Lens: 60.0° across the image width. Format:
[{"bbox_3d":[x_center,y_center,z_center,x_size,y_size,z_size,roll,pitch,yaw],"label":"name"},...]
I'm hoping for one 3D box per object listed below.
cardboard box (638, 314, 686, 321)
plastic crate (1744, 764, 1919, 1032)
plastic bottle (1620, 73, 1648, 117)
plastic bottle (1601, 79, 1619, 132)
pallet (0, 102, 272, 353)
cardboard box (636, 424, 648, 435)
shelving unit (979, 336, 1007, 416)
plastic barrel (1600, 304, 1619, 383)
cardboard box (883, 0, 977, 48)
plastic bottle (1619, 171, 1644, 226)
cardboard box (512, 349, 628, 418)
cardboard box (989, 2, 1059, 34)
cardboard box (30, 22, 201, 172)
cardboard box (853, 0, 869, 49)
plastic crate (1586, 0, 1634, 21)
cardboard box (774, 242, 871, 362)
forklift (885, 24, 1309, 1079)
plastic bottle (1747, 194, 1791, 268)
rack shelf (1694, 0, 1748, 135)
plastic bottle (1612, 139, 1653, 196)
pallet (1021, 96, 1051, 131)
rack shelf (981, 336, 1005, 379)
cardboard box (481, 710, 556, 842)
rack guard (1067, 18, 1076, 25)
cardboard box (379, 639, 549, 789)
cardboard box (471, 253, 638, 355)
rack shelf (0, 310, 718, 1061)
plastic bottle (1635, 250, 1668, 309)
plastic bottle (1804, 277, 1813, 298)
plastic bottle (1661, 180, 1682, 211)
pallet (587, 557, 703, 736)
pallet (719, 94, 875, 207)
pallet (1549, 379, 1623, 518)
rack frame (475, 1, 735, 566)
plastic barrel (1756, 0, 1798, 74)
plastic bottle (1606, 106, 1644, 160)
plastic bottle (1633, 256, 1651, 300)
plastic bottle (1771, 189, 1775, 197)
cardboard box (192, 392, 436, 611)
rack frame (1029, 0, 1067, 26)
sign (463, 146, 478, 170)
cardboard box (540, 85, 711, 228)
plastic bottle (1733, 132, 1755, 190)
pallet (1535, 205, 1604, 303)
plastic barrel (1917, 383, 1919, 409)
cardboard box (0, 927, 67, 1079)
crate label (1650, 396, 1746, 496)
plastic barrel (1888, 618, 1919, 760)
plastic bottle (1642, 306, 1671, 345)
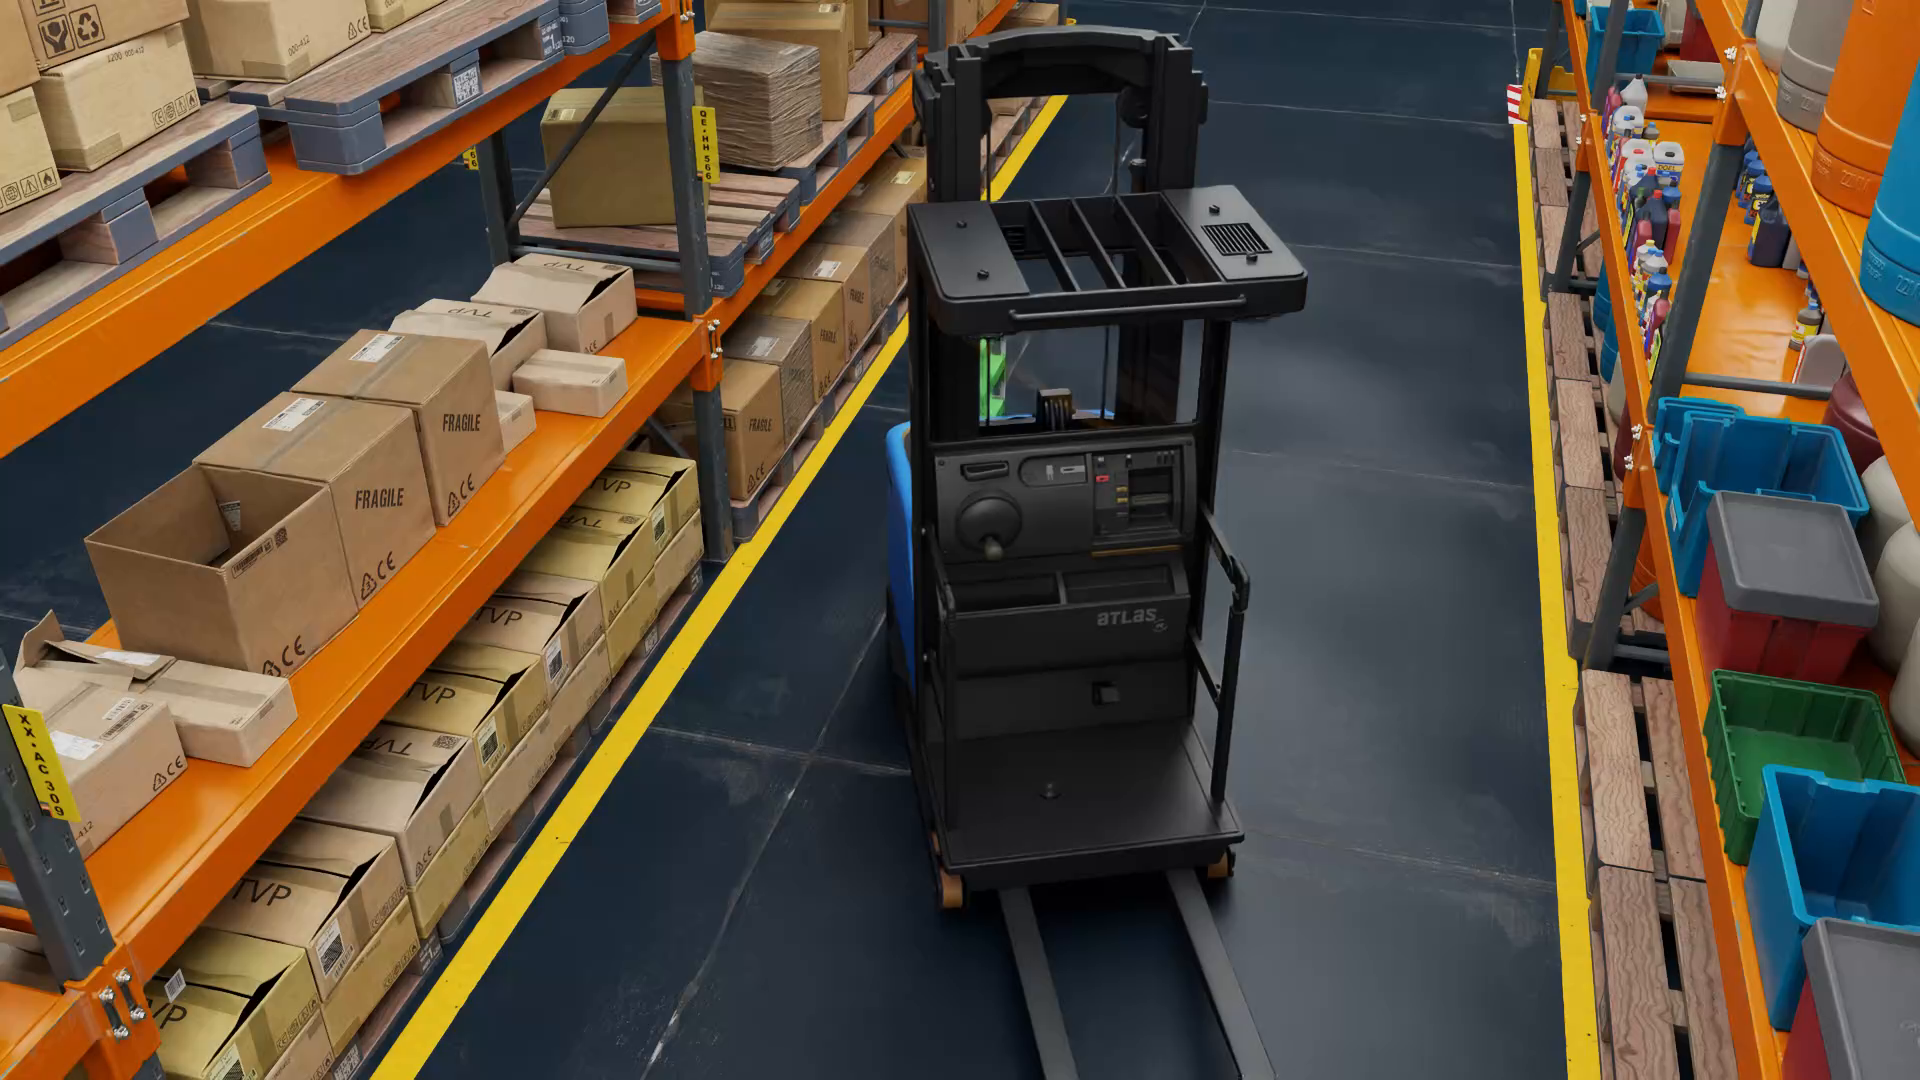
[{"bbox_3d":[-1.582,-1.236,8.620,0.500,0.250,0.500,9,34,14],"label":"cardboard box"},{"bbox_3d":[2.151,0.902,4.050,0.392,0.384,0.575,8,33,12],"label":"plastic crate"},{"bbox_3d":[3.789,-2.461,9.371,0.144,0.351,0.185,8,33,12],"label":"plastic bottle"},{"bbox_3d":[3.697,-2.460,9.432,0.061,0.283,0.133,8,33,12],"label":"plastic bottle"},{"bbox_3d":[-2.407,-0.811,4.112,0.805,0.209,1.217,7,33,10],"label":"pallet"},{"bbox_3d":[-1.593,-0.890,8.774,0.500,0.500,0.500,9,34,14],"label":"cardboard box"},{"bbox_3d":[0.042,-0.592,8.063,0.258,1.200,0.503,8,33,12],"label":"shelving unit"},{"bbox_3d":[3.868,-1.286,9.041,0.600,0.901,0.708,8,33,12],"label":"plastic barrel"},{"bbox_3d":[-0.195,-3.587,11.004,0.500,0.500,0.500,9,34,14],"label":"cardboard box"},{"bbox_3d":[3.342,-1.691,8.234,0.097,0.271,0.097,0,32,0],"label":"plastic bottle"},{"bbox_3d":[-1.564,-0.632,6.682,0.380,0.149,0.250,8,33,12],"label":"cardboard box"},{"bbox_3d":[0.527,-4.209,13.994,0.500,0.500,0.500,8,33,12],"label":"cardboard box"},{"bbox_3d":[-2.316,-1.150,4.215,0.500,0.250,0.500,5,33,8],"label":"cardboard box"},{"bbox_3d":[-0.924,-3.322,10.195,0.700,0.500,0.500,-3,33,-4],"label":"cardboard box"},{"bbox_3d":[4.354,-3.500,11.150,0.293,0.136,0.466,8,33,12],"label":"plastic crate"},{"bbox_3d":[-0.824,-1.374,9.535,0.500,0.500,0.500,7,33,11],"label":"cardboard box"},{"bbox_3d":[0.411,-0.090,5.659,1.130,2.935,3.031,-5,33,-8],"label":"forklift"},{"bbox_3d":[3.825,-1.478,7.825,0.144,0.351,0.185,8,33,12],"label":"plastic bottle"},{"bbox_3d":[3.695,-2.566,7.365,1.077,0.370,4.000,8,33,12],"label":"rack shelf"},{"bbox_3d":[3.481,-1.920,8.590,0.152,0.276,0.135,8,33,12],"label":"plastic bottle"},{"bbox_3d":[0.207,-3.763,13.973,1.003,0.211,1.213,8,33,12],"label":"pallet"},{"bbox_3d":[0.042,-0.943,7.840,0.258,0.148,0.480,8,33,12],"label":"rack shelf"},{"bbox_3d":[-1.886,0.843,6.299,0.500,0.250,0.500,9,33,13],"label":"cardboard box"},{"bbox_3d":[0.408,-4.299,14.547,1.175,0.500,0.348,8,33,12],"label":"rack guard"},{"bbox_3d":[-1.883,0.602,6.156,0.500,0.311,0.500,9,34,14],"label":"cardboard box"},{"bbox_3d":[-1.738,-1.022,7.144,0.500,0.311,0.500,10,34,15],"label":"cardboard box"},{"bbox_3d":[-2.111,0.099,5.968,1.077,0.370,4.000,8,33,12],"label":"rack shelf"},{"bbox_3d":[3.082,-1.159,7.397,0.097,0.271,0.097,0,32,0],"label":"plastic bottle"},{"bbox_3d":[3.900,-1.228,7.506,0.097,0.271,0.097,0,32,0],"label":"plastic bottle"},{"bbox_3d":[3.457,-1.621,8.124,0.097,0.271,0.097,0,32,0],"label":"plastic bottle"},{"bbox_3d":[-1.850,0.357,7.492,1.003,0.211,1.213,8,33,12],"label":"pallet"},{"bbox_3d":[-1.114,-2.171,9.048,1.003,0.211,1.213,8,33,12],"label":"pallet"},{"bbox_3d":[3.659,-0.435,8.737,1.003,0.211,1.213,8,33,12],"label":"pallet"},{"bbox_3d":[-1.603,-1.242,7.408,1.000,3.000,0.127,8,33,12],"label":"rack frame"},{"bbox_3d":[2.812,-1.759,5.321,0.421,0.512,0.421,0,32,0],"label":"plastic barrel"},{"bbox_3d":[3.624,-2.211,9.047,0.152,0.276,0.135,8,33,12],"label":"plastic bottle"},{"bbox_3d":[3.106,-1.180,7.495,0.097,0.201,0.097,0,32,0],"label":"plastic bottle"},{"bbox_3d":[4.101,-1.699,8.242,0.152,0.276,0.135,8,33,12],"label":"plastic bottle"},{"bbox_3d":[-2.147,-0.138,5.578,0.500,0.500,0.500,8,33,12],"label":"cardboard box"},{"bbox_3d":[0.427,-5.393,13.938,1.000,3.000,0.127,8,33,12],"label":"rack frame"},{"bbox_3d":[-2.130,-1.766,7.227,0.100,0.325,0.005,8,33,12],"label":"sign"},{"bbox_3d":[-1.552,-1.804,7.807,0.700,0.500,0.500,-3,33,-4],"label":"cardboard box"},{"bbox_3d":[4.099,-2.023,8.682,0.144,0.351,0.185,8,33,12],"label":"plastic bottle"},{"bbox_3d":[4.351,-1.852,10.966,1.003,0.211,1.213,8,33,12],"label":"pallet"},{"bbox_3d":[2.257,-0.600,3.135,0.600,0.901,0.600,0,32,0],"label":"plastic barrel"},{"bbox_3d":[-2.793,1.331,5.009,0.500,0.311,0.500,8,33,12],"label":"cardboard box"},{"bbox_3d":[2.718,-0.328,6.125,0.303,0.233,0.416,8,33,12],"label":"crate label"},{"bbox_3d":[2.923,0.381,4.728,0.433,0.535,0.433,0,32,0],"label":"plastic barrel"},{"bbox_3d":[2.983,-0.927,7.097,0.097,0.201,0.097,0,32,0],"label":"plastic bottle"}]
